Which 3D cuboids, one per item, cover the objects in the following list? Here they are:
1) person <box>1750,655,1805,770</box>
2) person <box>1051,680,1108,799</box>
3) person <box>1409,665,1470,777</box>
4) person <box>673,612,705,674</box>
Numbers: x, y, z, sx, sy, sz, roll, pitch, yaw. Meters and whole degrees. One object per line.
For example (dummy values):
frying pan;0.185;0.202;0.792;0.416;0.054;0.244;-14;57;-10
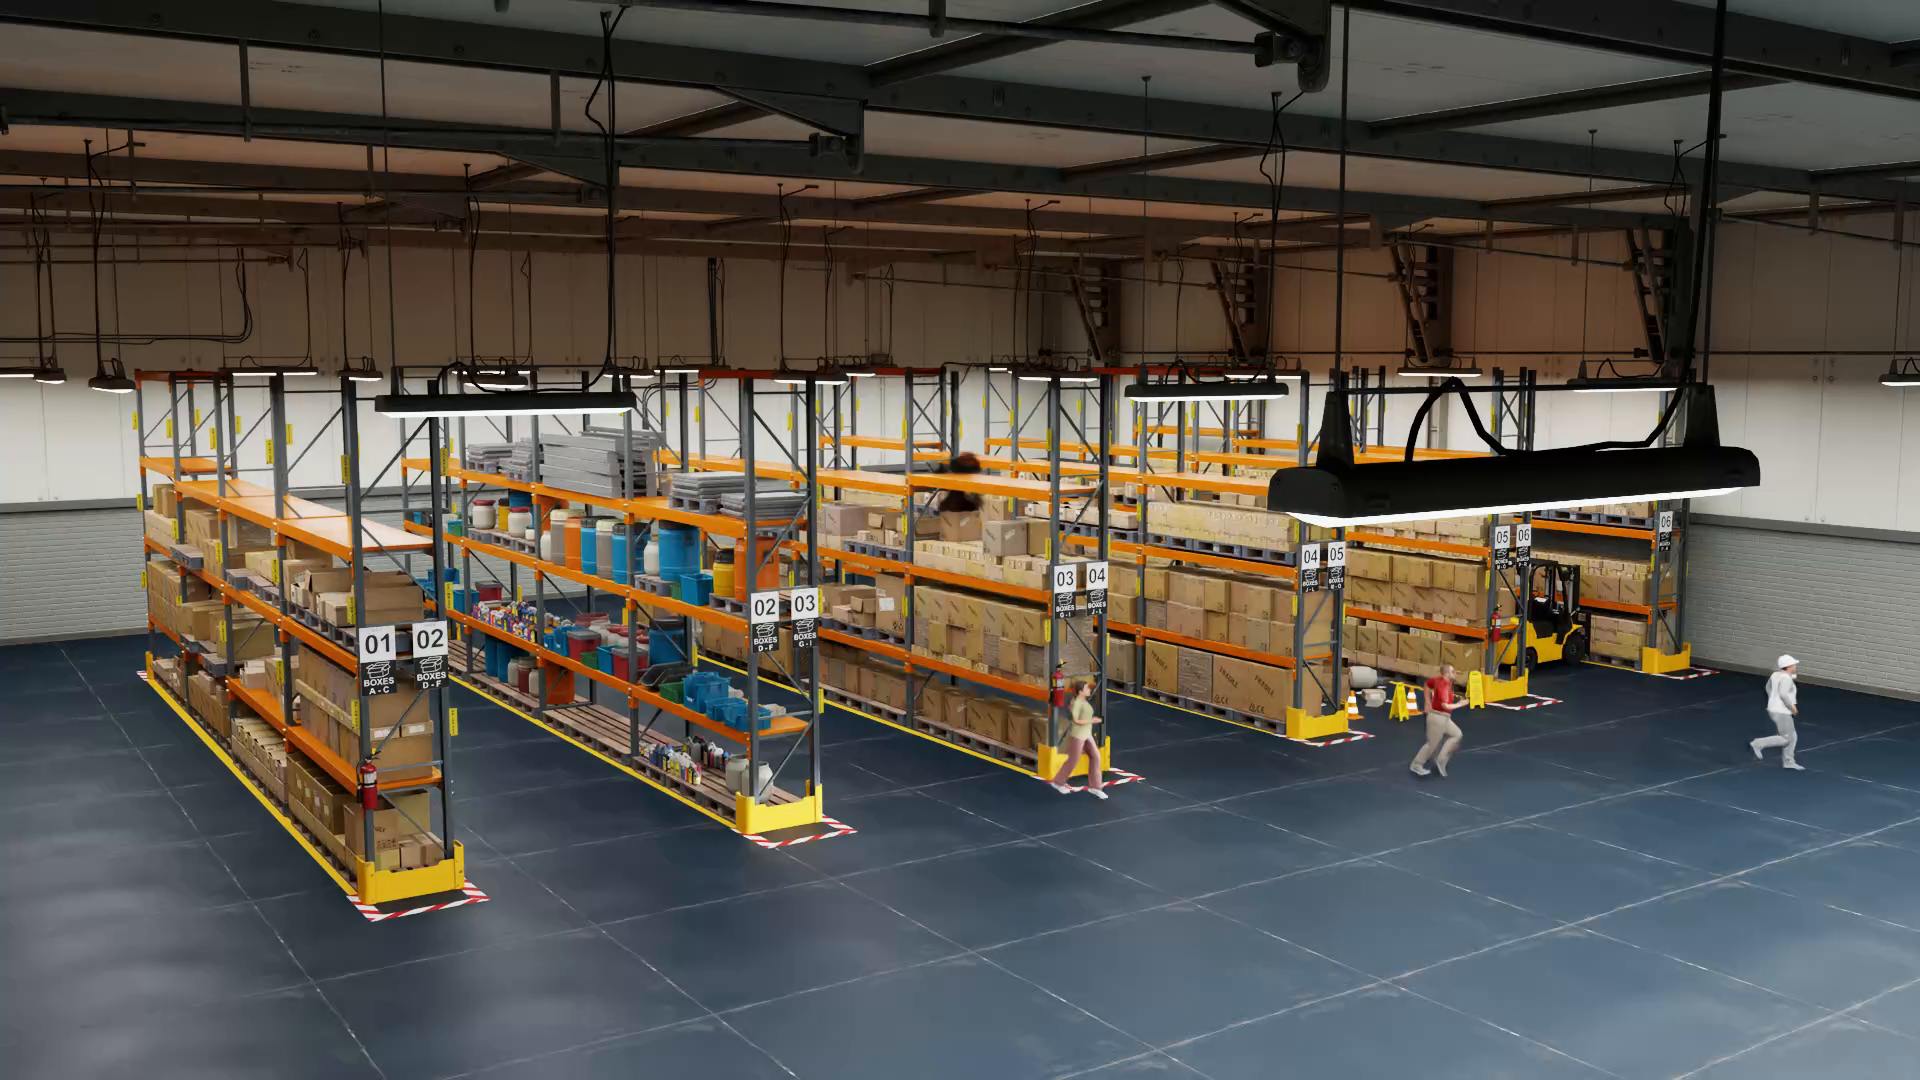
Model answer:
person;12.506;2.621;25.354;0.740;1.757;0.684;1;7;10
person;1.687;2.828;23.603;0.822;1.705;0.570;3;7;24
person;7.140;2.696;24.744;0.830;1.720;0.694;2;7;15
person;-5.176;1.823;32.204;0.622;1.834;1.018;-5;8;-36
